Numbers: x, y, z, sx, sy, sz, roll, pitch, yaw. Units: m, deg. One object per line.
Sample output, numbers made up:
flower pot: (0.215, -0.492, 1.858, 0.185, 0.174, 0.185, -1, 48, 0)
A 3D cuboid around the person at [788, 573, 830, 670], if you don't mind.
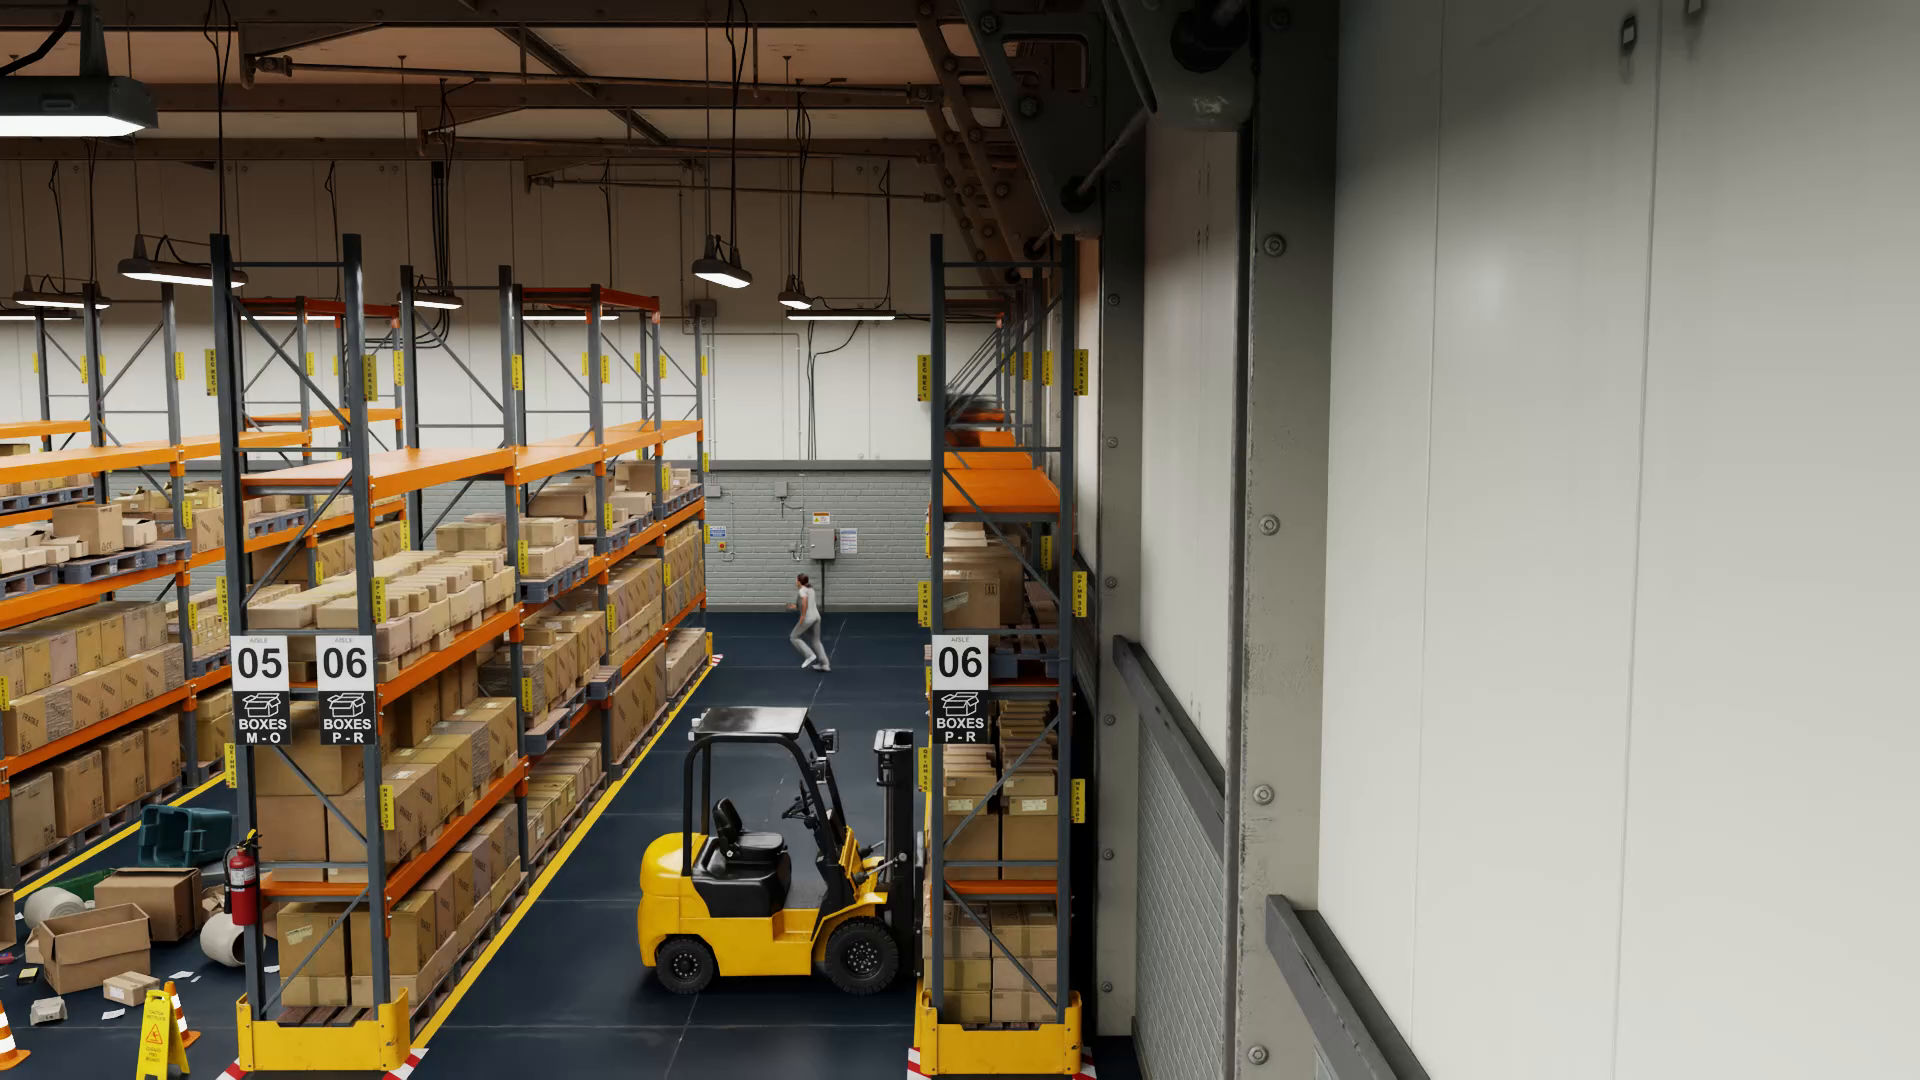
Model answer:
person: (-2.529, 1.343, 27.558, 0.843, 1.561, 0.566, 4, 8, 33)
